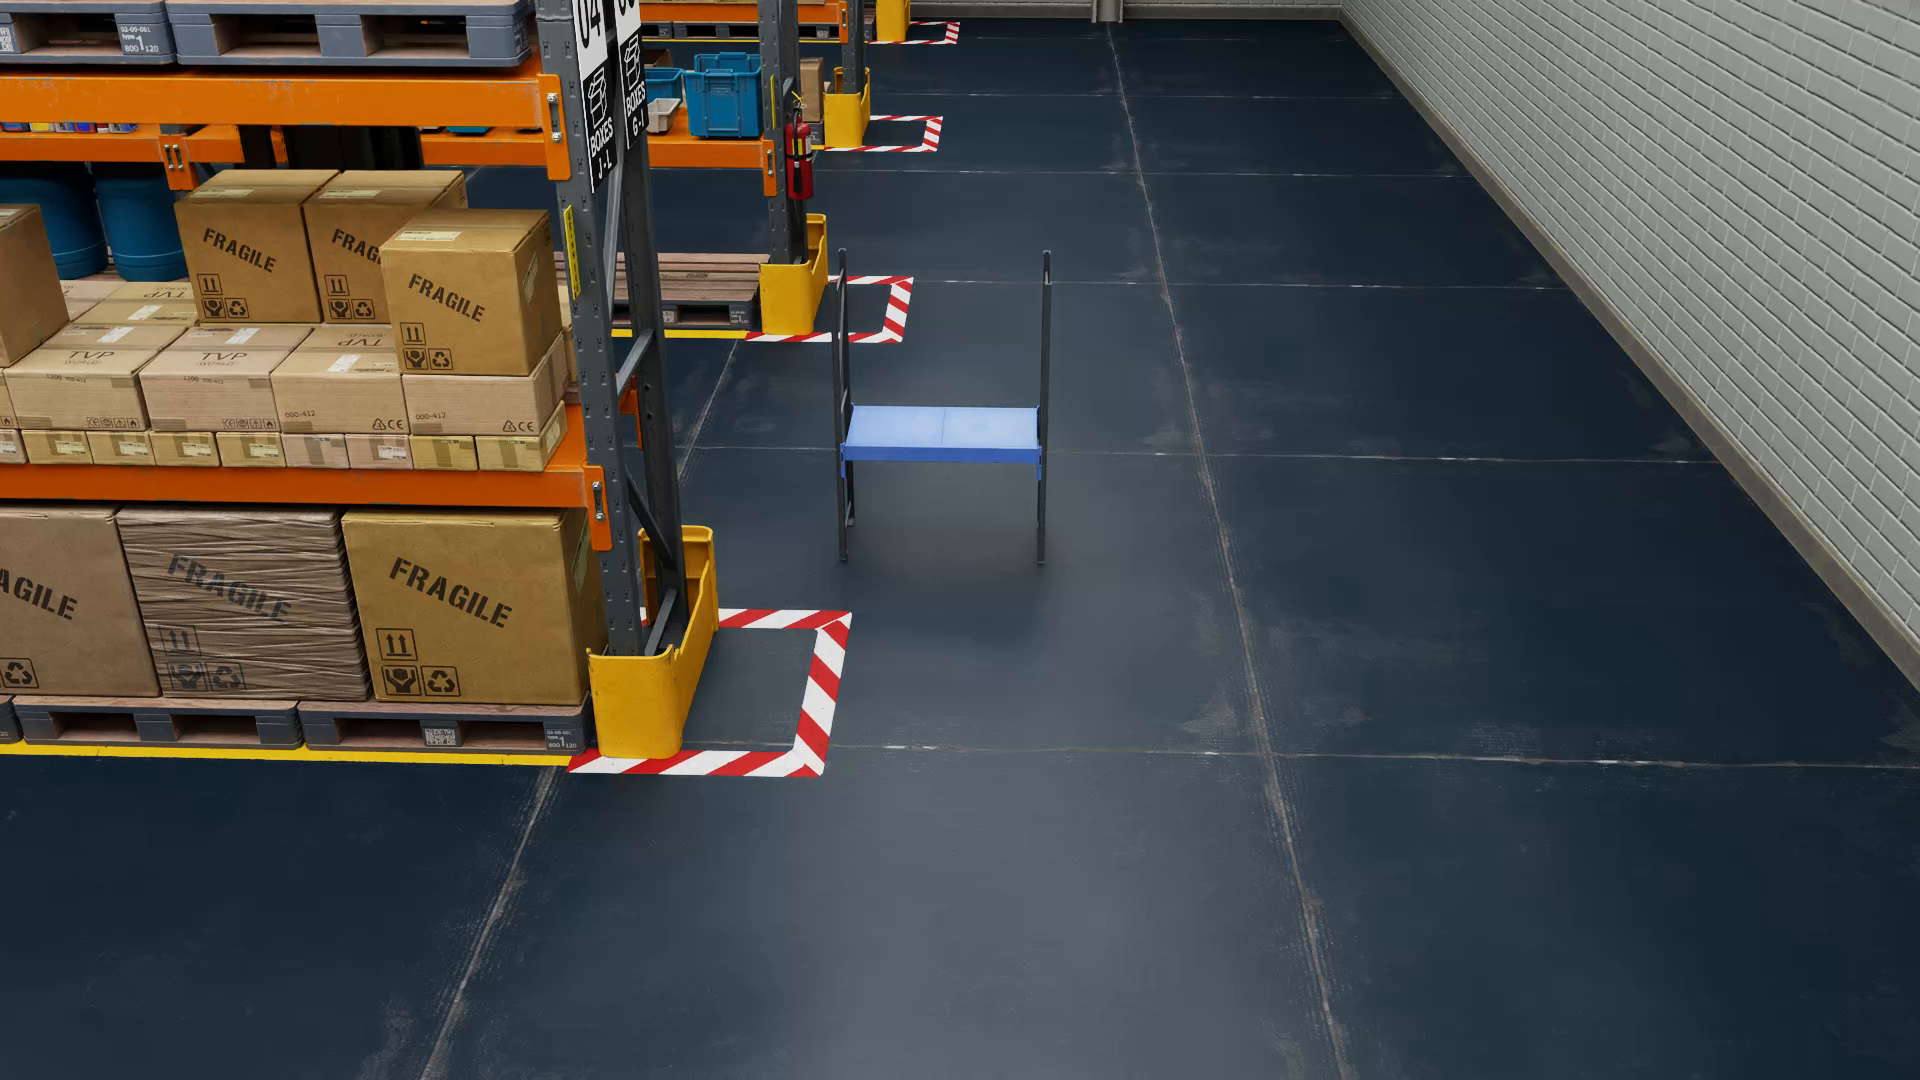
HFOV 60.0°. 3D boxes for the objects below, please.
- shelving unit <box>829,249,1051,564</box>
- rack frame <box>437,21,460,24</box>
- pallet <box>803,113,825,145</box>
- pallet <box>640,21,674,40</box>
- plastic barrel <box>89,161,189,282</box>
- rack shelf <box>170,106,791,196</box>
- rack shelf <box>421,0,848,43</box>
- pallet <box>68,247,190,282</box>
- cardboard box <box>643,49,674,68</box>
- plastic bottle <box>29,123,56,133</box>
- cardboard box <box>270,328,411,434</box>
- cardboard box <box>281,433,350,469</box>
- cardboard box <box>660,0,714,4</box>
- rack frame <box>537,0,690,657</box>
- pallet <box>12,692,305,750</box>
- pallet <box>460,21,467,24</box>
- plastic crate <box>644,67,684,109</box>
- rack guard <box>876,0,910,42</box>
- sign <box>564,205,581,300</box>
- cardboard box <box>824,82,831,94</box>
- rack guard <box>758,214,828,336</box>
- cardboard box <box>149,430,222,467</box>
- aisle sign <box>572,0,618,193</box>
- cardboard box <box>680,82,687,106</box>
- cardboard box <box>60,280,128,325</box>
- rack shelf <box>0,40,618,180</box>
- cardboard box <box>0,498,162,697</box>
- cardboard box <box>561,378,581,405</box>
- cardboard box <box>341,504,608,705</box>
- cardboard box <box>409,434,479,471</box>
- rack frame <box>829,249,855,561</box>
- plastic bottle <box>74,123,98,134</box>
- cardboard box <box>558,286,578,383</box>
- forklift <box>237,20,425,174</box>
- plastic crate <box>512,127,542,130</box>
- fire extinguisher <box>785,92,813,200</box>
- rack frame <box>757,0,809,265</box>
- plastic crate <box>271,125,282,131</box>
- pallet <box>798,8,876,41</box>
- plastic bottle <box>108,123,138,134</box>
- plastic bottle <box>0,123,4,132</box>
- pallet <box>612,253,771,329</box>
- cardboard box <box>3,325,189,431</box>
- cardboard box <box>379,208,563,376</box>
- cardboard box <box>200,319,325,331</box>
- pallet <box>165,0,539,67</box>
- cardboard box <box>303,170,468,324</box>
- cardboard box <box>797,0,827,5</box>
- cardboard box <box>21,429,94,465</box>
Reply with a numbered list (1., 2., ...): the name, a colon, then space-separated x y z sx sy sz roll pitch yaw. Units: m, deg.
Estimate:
1. shelving unit: -0.085 -0.664 8.401 1.048 1.500 0.538 1 28 2
2. rack frame: -5.013 -5.380 15.697 0.127 3.000 1.000 1 28 2
3. pallet: -1.888 -4.096 16.252 1.213 0.211 1.003 1 28 2
4. pallet: -4.085 -6.418 20.632 1.213 0.211 1.003 1 28 2
5. plastic barrel: -5.735 -2.337 11.749 0.708 0.901 0.600 1 28 2
6. rack shelf: -3.193 -2.711 11.430 4.000 0.370 1.077 1 28 2
7. rack shelf: -3.014 -5.029 15.803 4.000 0.370 1.077 1 28 2
8. pallet: -5.961 -1.862 12.037 1.213 0.211 1.003 1 28 2
9. cardboard box: -3.135 -4.443 16.125 0.637 0.503 0.797 1 28 2
10. plastic bottle: -6.122 -2.902 11.075 0.185 0.351 0.144 1 28 2
11. cardboard box: -2.370 -0.635 6.588 0.500 0.250 0.500 0 28 1
12. cardboard box: -2.498 -0.431 6.629 0.250 0.149 0.380 1 28 3
13. cardboard box: -2.490 -5.256 15.356 0.500 0.500 0.500 1 28 2
14. rack frame: -1.369 -0.677 6.825 0.127 3.000 1.000 1 28 2
15. pallet: -3.387 0.557 7.475 1.213 0.211 1.003 1 28 2
16. pallet: -5.616 -6.445 20.682 1.213 0.211 1.003 1 28 2
17. plastic crate: -2.087 -3.117 11.543 0.300 0.233 0.416 1 28 2
18. rack guard: -0.821 -6.528 20.531 0.348 0.500 1.175 1 28 2
19. sign: -1.402 -1.040 6.020 0.005 0.325 0.100 1 28 2
20. cardboard box: -1.422 -4.417 16.454 0.250 0.149 0.380 1 28 2
21. rack guard: -1.170 -1.897 11.795 0.348 0.500 1.175 1 28 2
22. cardboard box: -3.016 -0.438 6.643 0.250 0.149 0.380 1 28 2
23. aisle sign: -1.308 -1.684 5.949 0.004 0.787 0.394 1 28 2
24. cardboard box: -2.516 -4.217 15.969 0.500 0.250 0.500 1 28 2
25. cardboard box: -3.889 -0.909 7.104 0.500 0.250 0.500 2 28 3
26. rack shelf: -3.368 -1.718 6.354 4.000 0.370 1.077 1 28 2
27. cardboard box: -3.810 0.073 7.230 0.875 0.875 0.875 1 28 2
28. cardboard box: -1.712 -0.727 7.187 0.250 0.149 0.380 1 28 2
29. cardboard box: -2.011 0.103 7.174 0.875 0.875 0.875 1 28 2
30. cardboard box: -1.996 -0.422 6.611 0.250 0.149 0.380 1 28 2
31. rack frame: -0.593 -0.672 8.417 0.032 1.500 0.500 1 28 2
32. plastic bottle: -5.830 -2.848 11.045 0.133 0.283 0.061 1 28 2
33. cardboard box: -1.839 -0.877 7.044 0.500 0.250 0.500 0 28 0
34. forklift: -3.413 -1.380 8.225 3.031 2.935 1.130 0 28 -1
35. plastic crate: -2.880 -2.835 11.114 0.250 0.136 0.298 1 28 2
36. fire extinguisher: -1.059 -2.582 10.898 0.183 0.674 0.296 1 28 2
37. rack frame: -1.194 -2.996 11.199 0.127 3.000 1.000 1 28 2
38. plastic crate: -4.308 -2.985 11.045 0.583 0.464 0.402 1 28 2
39. pallet: -1.646 -6.378 20.555 1.213 0.211 1.003 1 28 2
40. plastic bottle: -5.597 -2.862 11.079 0.135 0.276 0.152 1 28 2
41. plastic bottle: -6.466 -2.877 11.106 0.135 0.276 0.152 1 28 2
42. pallet: -2.017 -1.796 11.912 1.213 0.211 1.003 1 28 2
43. cardboard box: -3.399 -0.650 6.616 0.500 0.250 0.500 1 28 2
44. cardboard box: -1.865 -0.959 6.398 0.500 0.500 0.500 1 28 2
45. cardboard box: -2.861 -0.892 7.073 0.500 0.250 0.500 0 28 0
46. pallet: -2.111 -1.971 6.157 1.213 0.211 1.003 1 28 2
47. cardboard box: -2.339 -1.217 6.884 0.500 0.500 0.500 0 28 1
48. cardboard box: -1.473 -5.238 15.323 0.500 0.500 0.500 2 28 3
49. cardboard box: -3.525 -0.447 6.659 0.250 0.149 0.380 0 28 0
